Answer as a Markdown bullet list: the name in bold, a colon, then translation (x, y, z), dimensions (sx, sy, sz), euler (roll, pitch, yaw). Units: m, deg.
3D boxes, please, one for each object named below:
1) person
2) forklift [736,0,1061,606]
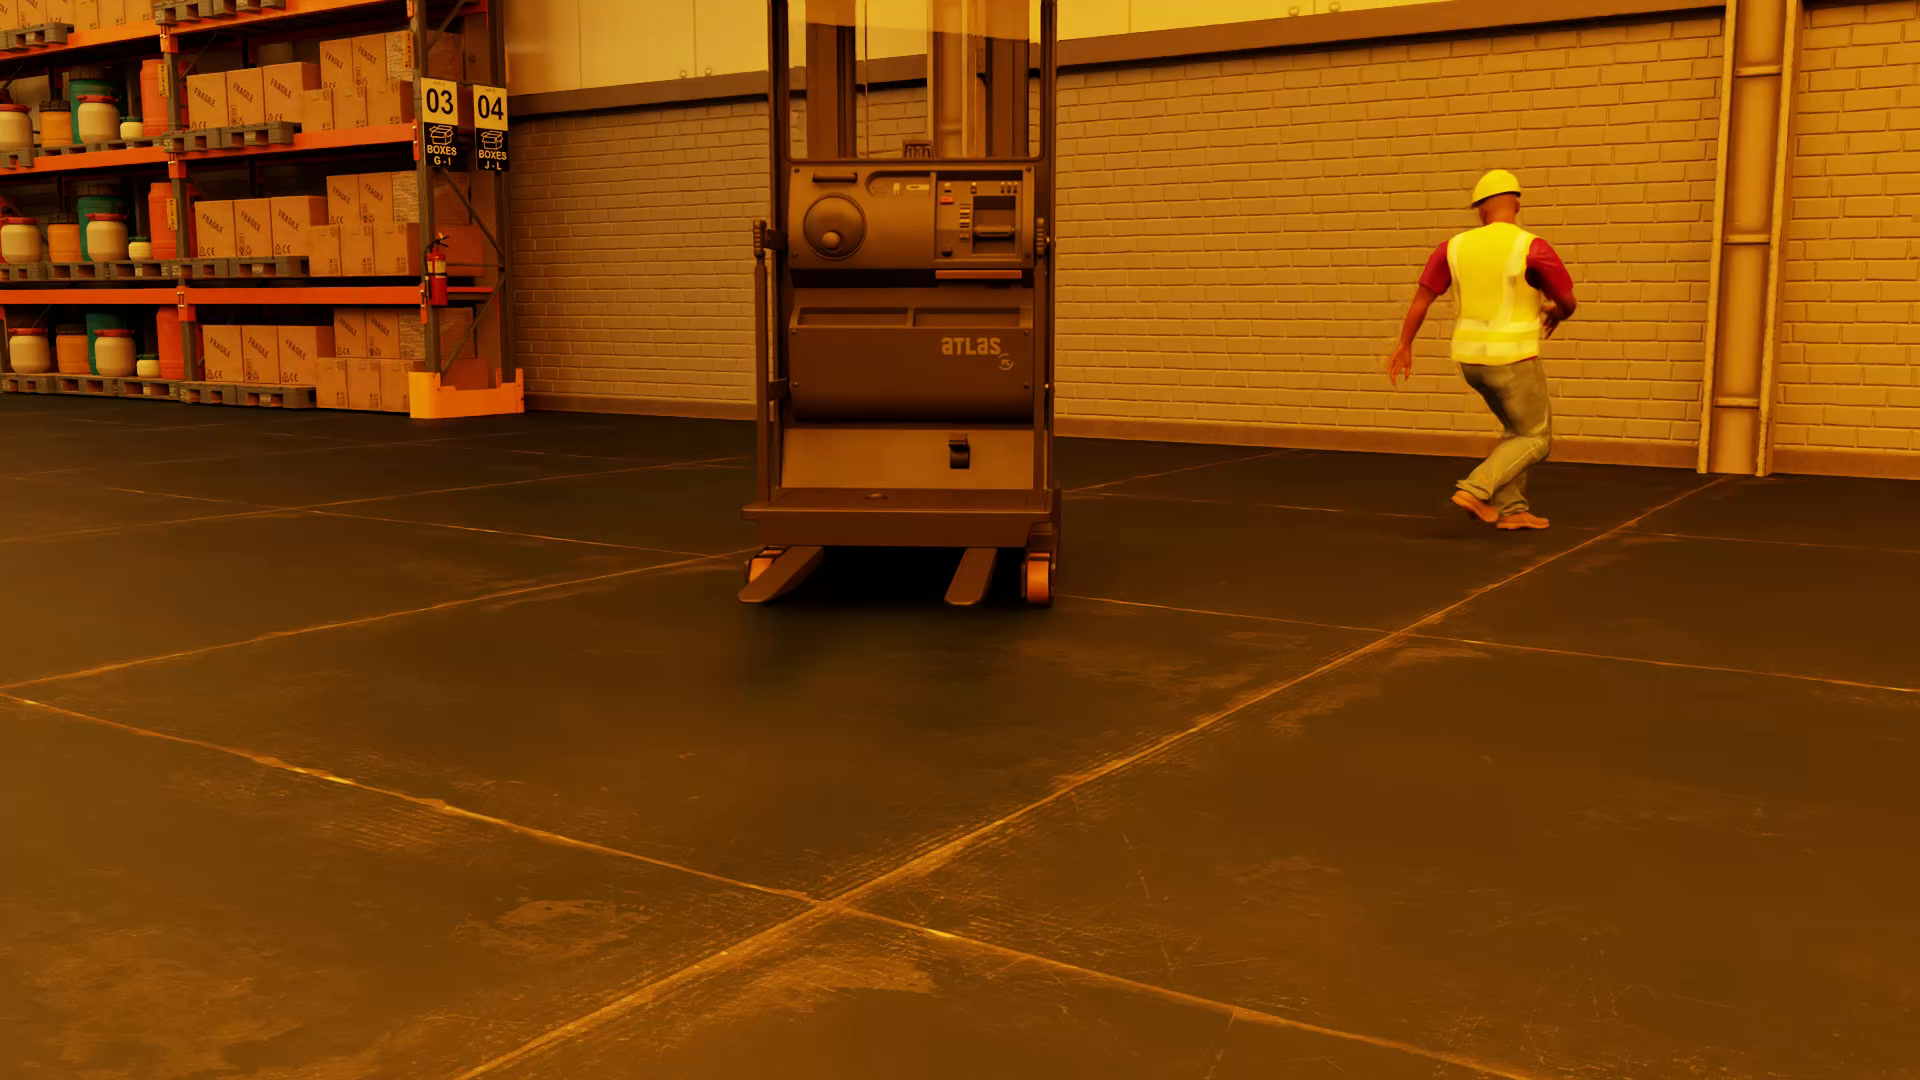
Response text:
- **person**: translation (2.500, -0.872, 7.780), dimensions (0.791, 1.693, 0.655), euler (-4, 9, -24)
- **forklift**: translation (-0.195, -1.264, 6.080), dimensions (1.130, 2.935, 3.031), euler (1, 8, 4)
